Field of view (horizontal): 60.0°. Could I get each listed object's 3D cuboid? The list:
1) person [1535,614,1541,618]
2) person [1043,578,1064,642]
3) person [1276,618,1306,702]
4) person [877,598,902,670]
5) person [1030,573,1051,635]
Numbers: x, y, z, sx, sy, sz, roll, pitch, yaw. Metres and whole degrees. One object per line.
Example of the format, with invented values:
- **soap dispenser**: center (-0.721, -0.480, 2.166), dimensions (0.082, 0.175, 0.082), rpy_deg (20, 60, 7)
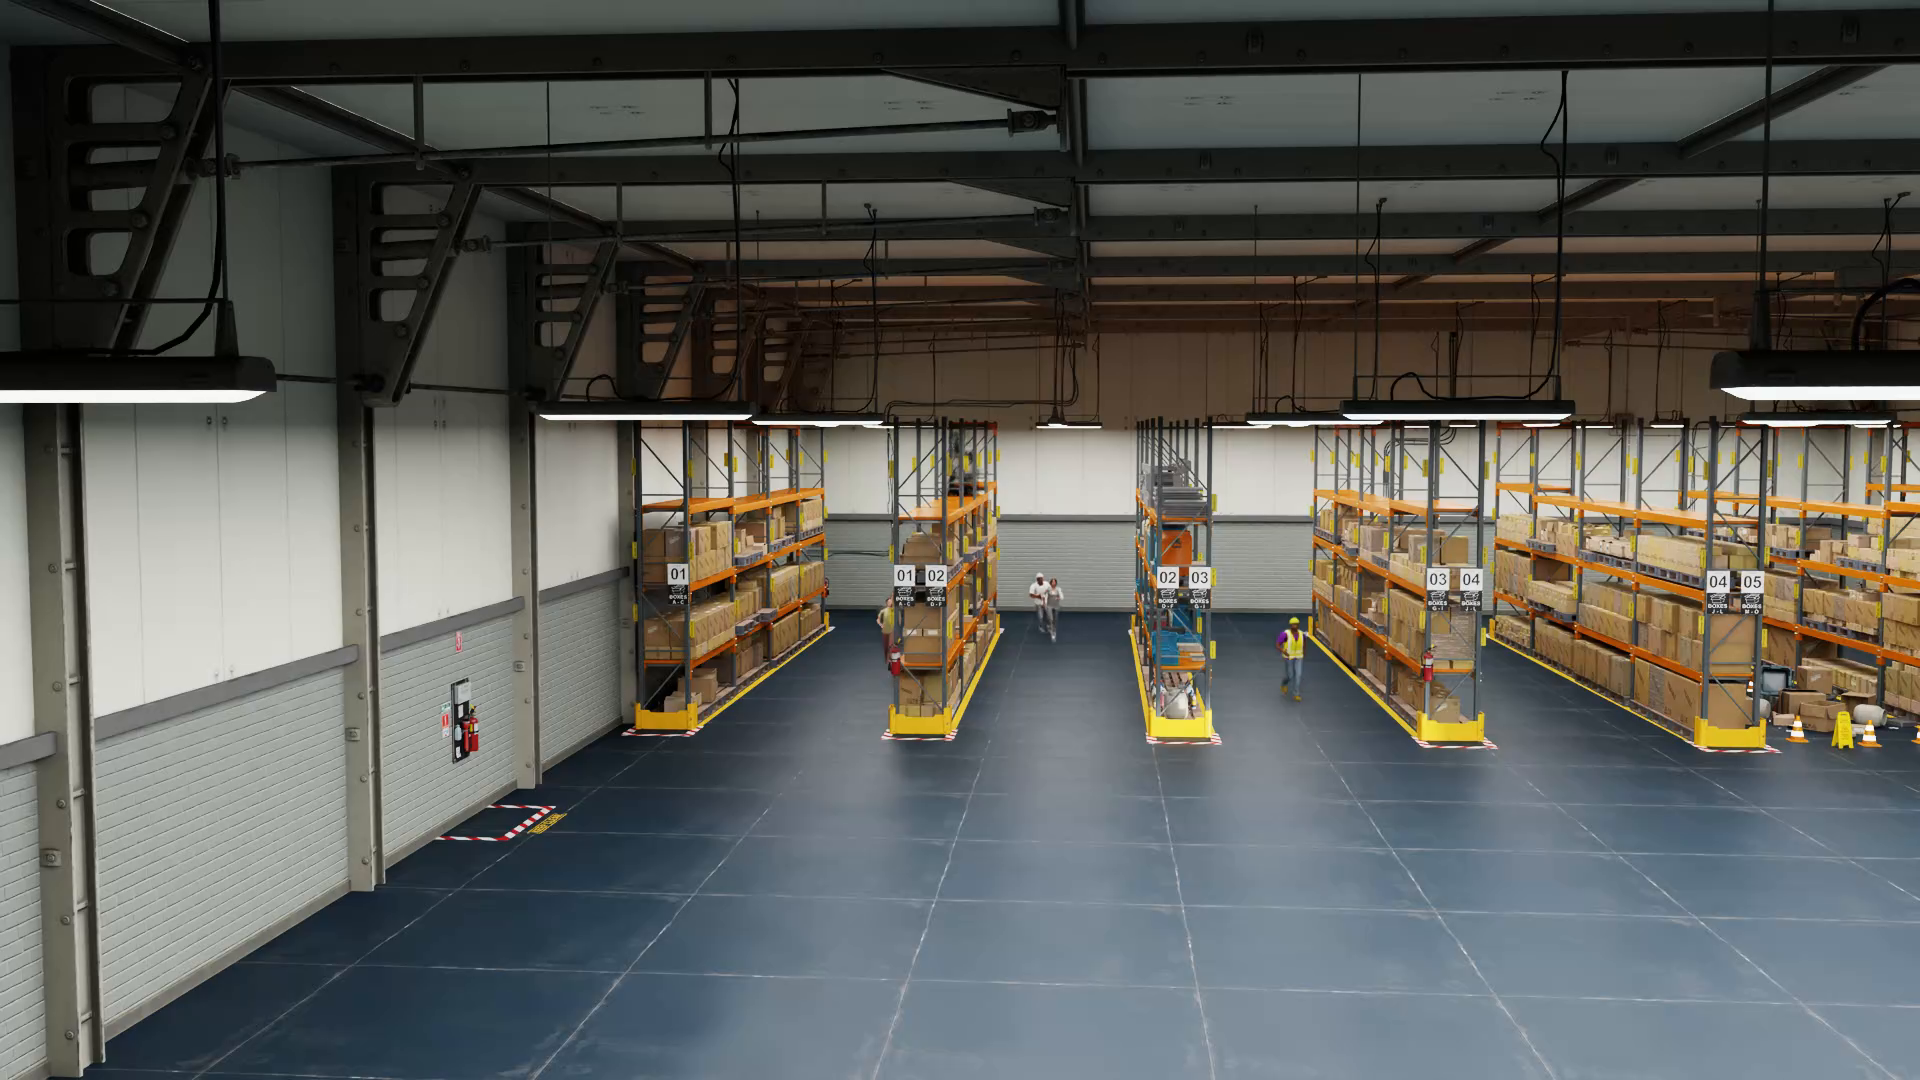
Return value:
- **person**: center (16.374, 1.876, 47.192), dimensions (0.665, 1.502, 1.017), rpy_deg (-2, 4, -30)
- **person**: center (2.427, 1.787, 43.216), dimensions (0.520, 1.622, 0.790), rpy_deg (0, 4, -4)
- **person**: center (7.106, 2.528, 35.539), dimensions (0.707, 1.756, 0.883), rpy_deg (0, 4, -7)
- **person**: center (-1.651, 2.175, 38.901), dimensions (0.583, 1.657, 0.801), rpy_deg (0, 4, 0)
- **person**: center (2.296, 1.798, 46.837), dimensions (0.716, 1.771, 0.746), rpy_deg (-1, 4, -11)
